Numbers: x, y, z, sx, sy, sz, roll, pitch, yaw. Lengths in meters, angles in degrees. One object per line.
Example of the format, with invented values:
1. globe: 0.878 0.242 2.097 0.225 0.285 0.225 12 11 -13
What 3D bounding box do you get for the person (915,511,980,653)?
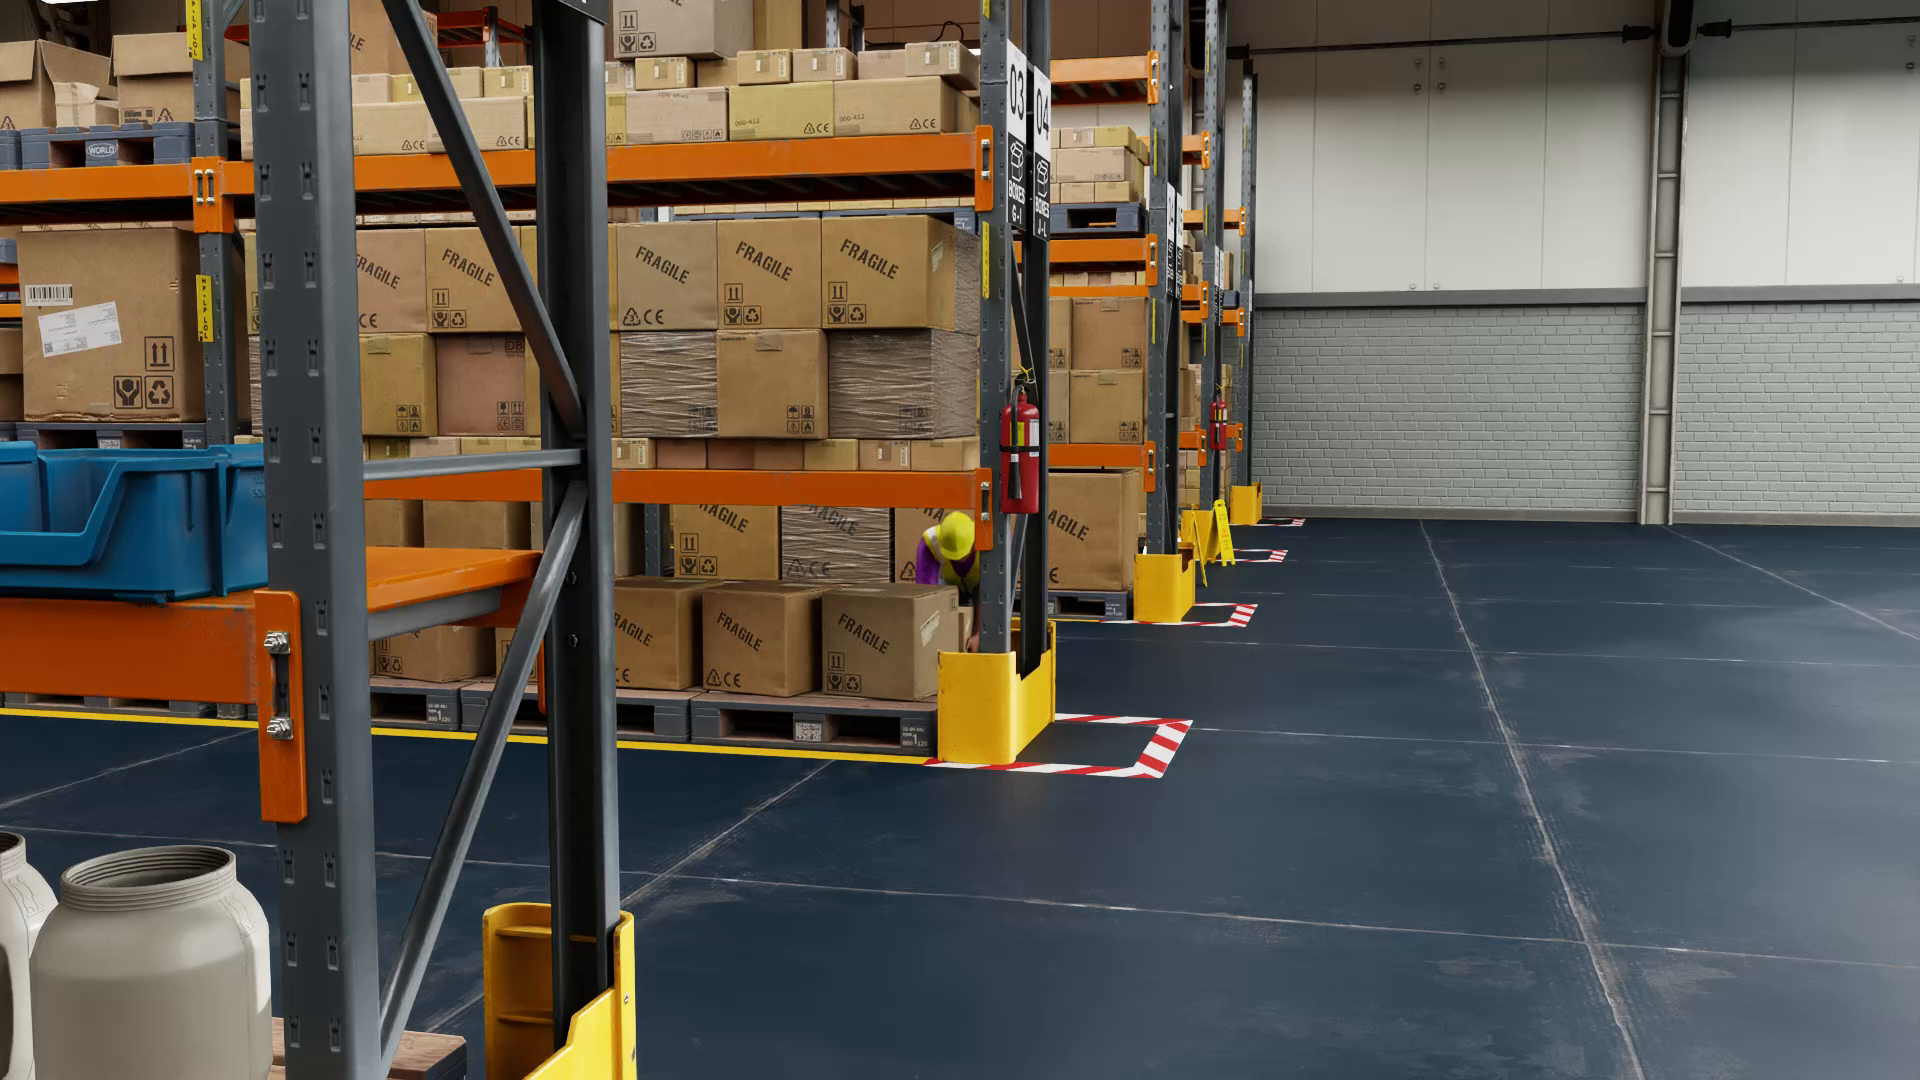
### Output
1. person: 0.036 0.313 9.741 0.534 1.008 0.918 1 5 12
